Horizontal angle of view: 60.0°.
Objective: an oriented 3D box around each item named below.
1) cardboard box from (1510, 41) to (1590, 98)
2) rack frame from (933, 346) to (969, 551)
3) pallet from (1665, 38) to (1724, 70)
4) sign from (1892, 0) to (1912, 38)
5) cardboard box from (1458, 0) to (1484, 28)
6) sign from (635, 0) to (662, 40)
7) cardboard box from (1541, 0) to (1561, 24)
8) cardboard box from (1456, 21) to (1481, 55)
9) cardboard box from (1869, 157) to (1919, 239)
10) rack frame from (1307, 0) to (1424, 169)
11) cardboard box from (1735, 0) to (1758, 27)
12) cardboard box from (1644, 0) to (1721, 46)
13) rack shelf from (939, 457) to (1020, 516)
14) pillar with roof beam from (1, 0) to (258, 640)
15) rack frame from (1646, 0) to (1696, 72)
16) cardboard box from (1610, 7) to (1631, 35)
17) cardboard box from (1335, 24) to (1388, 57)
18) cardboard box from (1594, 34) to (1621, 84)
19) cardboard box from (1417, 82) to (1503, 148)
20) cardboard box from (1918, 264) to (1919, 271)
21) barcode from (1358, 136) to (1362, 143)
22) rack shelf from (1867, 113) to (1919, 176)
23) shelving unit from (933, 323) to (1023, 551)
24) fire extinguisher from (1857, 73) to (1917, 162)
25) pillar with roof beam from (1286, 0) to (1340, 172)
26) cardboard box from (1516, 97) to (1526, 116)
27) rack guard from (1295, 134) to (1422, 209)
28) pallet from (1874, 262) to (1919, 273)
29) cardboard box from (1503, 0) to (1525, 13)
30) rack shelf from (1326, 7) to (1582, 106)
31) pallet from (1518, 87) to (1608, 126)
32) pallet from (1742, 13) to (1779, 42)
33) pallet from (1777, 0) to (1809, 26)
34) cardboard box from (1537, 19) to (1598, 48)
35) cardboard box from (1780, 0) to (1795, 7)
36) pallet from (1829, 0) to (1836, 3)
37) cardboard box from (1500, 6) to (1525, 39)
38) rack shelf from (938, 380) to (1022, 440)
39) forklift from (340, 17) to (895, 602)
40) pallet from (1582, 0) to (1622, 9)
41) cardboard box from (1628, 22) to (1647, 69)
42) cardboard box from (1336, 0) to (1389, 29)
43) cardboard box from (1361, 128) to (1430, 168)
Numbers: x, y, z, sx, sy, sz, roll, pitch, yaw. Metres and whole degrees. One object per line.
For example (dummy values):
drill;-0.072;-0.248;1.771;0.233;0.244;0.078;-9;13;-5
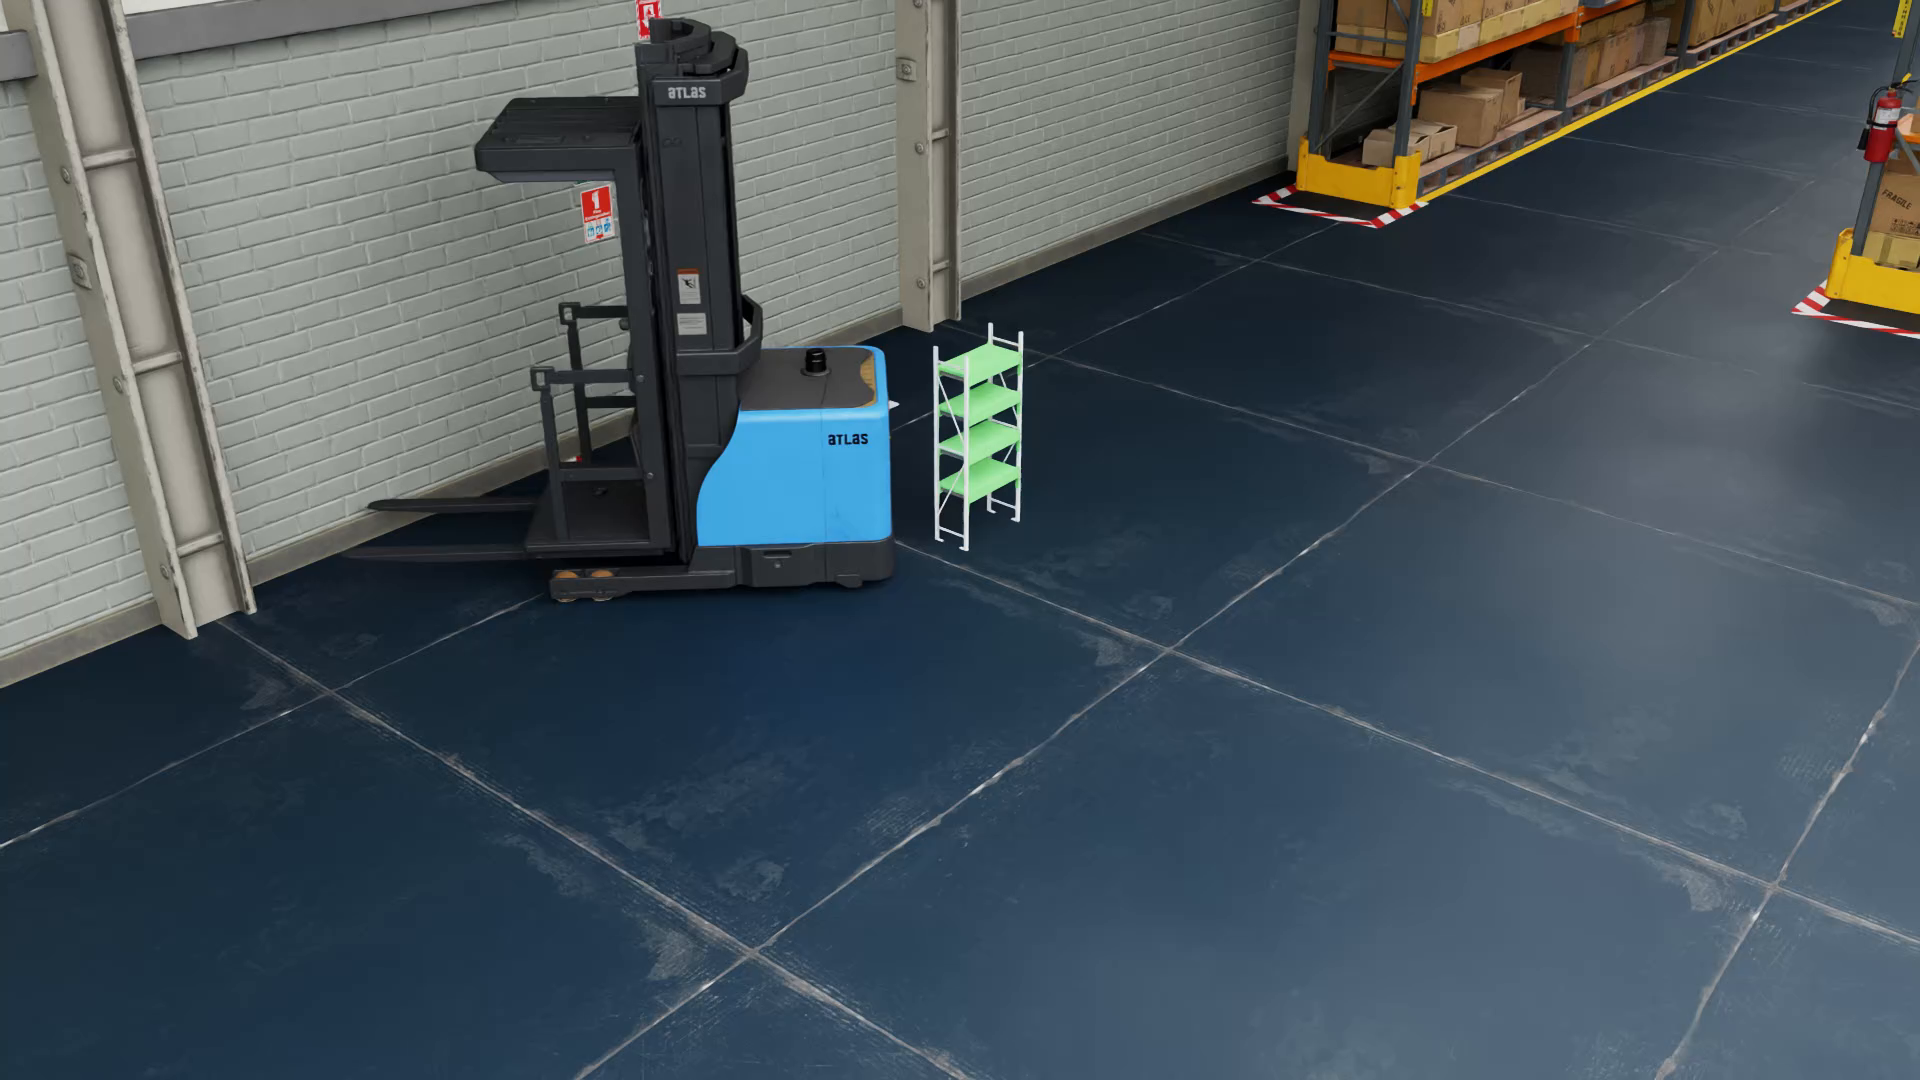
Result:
cardboard box;6.808;-5.445;19.253;0.700;0.500;0.500;22;35;36
rack frame;-0.050;-0.505;9.421;0.240;1.200;0.015;21;34;34
pallet;9.457;-6.531;22.146;1.003;0.211;1.213;21;34;34
sign;7.224;-4.013;12.724;0.100;0.325;0.005;21;34;34
cardboard box;4.666;-5.205;15.872;0.500;0.500;0.500;21;34;35
sign;-1.913;-3.241;10.227;0.001;0.298;0.199;21;34;34
cardboard box;5.962;-5.606;17.463;0.500;0.250;0.500;21;34;35
cardboard box;4.683;-4.887;16.073;0.500;0.250;0.500;20;33;33
cardboard box;7.745;-2.805;13.627;0.500;0.500;0.500;21;34;34
rack frame;3.809;-4.676;15.524;1.000;3.000;0.127;21;34;34
cardboard box;10.565;-7.578;23.016;0.750;0.750;0.750;22;35;36
cardboard box;9.466;-6.967;21.835;0.750;0.750;0.750;20;34;34
rack shelf;0.105;-0.322;9.727;0.258;0.148;0.480;21;34;34
pillar with roof beam;-0.725;-2.329;4.458;9.100;9.000;0.400;21;34;34
rack frame;8.897;-7.512;21.007;1.000;3.000;0.127;21;34;34
cardboard box;7.745;-6.293;20.075;0.500;0.250;0.500;21;34;34
cardboard box;3.956;-4.841;15.984;0.500;0.250;0.500;21;34;35
cardboard box;7.454;-5.812;19.962;0.700;0.500;0.500;21;34;35
cardboard box;5.186;-4.428;17.286;0.700;0.500;0.500;18;33;31
cardboard box;8.146;-2.320;13.506;0.500;0.250;0.500;21;34;34
barcode;4.021;-4.024;16.701;0.001;0.075;0.075;21;34;34
rack shelf;8.906;-3.619;14.264;1.077;0.370;4.000;21;34;34
shelving unit;0.105;-0.592;9.588;0.258;1.200;0.503;21;34;34
fire extinguisher;7.200;-3.289;12.928;0.296;0.674;0.183;21;34;34
pillar with roof beam;6.908;-6.583;12.682;9.100;9.000;0.400;21;34;34
cardboard box;6.036;-4.833;18.432;0.380;0.166;0.250;16;31;28
rack guard;3.857;-3.593;16.151;1.175;0.500;0.348;21;34;34
pallet;8.088;-2.275;13.917;1.003;0.211;1.213;21;34;34
cardboard box;5.319;-5.573;16.584;0.500;0.500;0.500;22;35;36
rack shelf;5.081;-5.066;17.060;1.077;0.370;4.000;21;34;34
pallet;6.847;-5.132;19.441;1.003;0.211;1.213;21;34;34
pallet;11.009;-7.397;23.818;1.003;0.211;1.213;21;34;34
pallet;11.985;-7.939;24.866;1.003;0.211;1.213;21;34;34
cardboard box;7.086;-5.935;19.384;0.500;0.250;0.500;20;33;33
cardboard box;11.996;-8.242;24.681;0.700;0.500;0.500;21;34;35
pallet;13.537;-8.804;26.539;1.003;0.211;1.213;21;34;34
cardboard box;5.335;-5.244;16.764;0.500;0.250;0.500;21;34;35
rack shelf;0.105;-0.748;9.507;0.258;0.148;0.480;21;34;34
forklift;-1.904;-1.213;8.904;3.031;2.935;1.130;-2;27;-3
pallet;6.951;-6.238;18.752;1.003;0.211;1.213;21;34;34
cardboard box;8.062;-6.178;20.670;0.700;0.500;0.500;21;34;34
cardboard box;3.944;-5.181;15.825;0.500;0.500;0.500;20;34;34
cardboard box;4.318;-3.896;16.465;0.500;0.311;0.500;17;32;29
